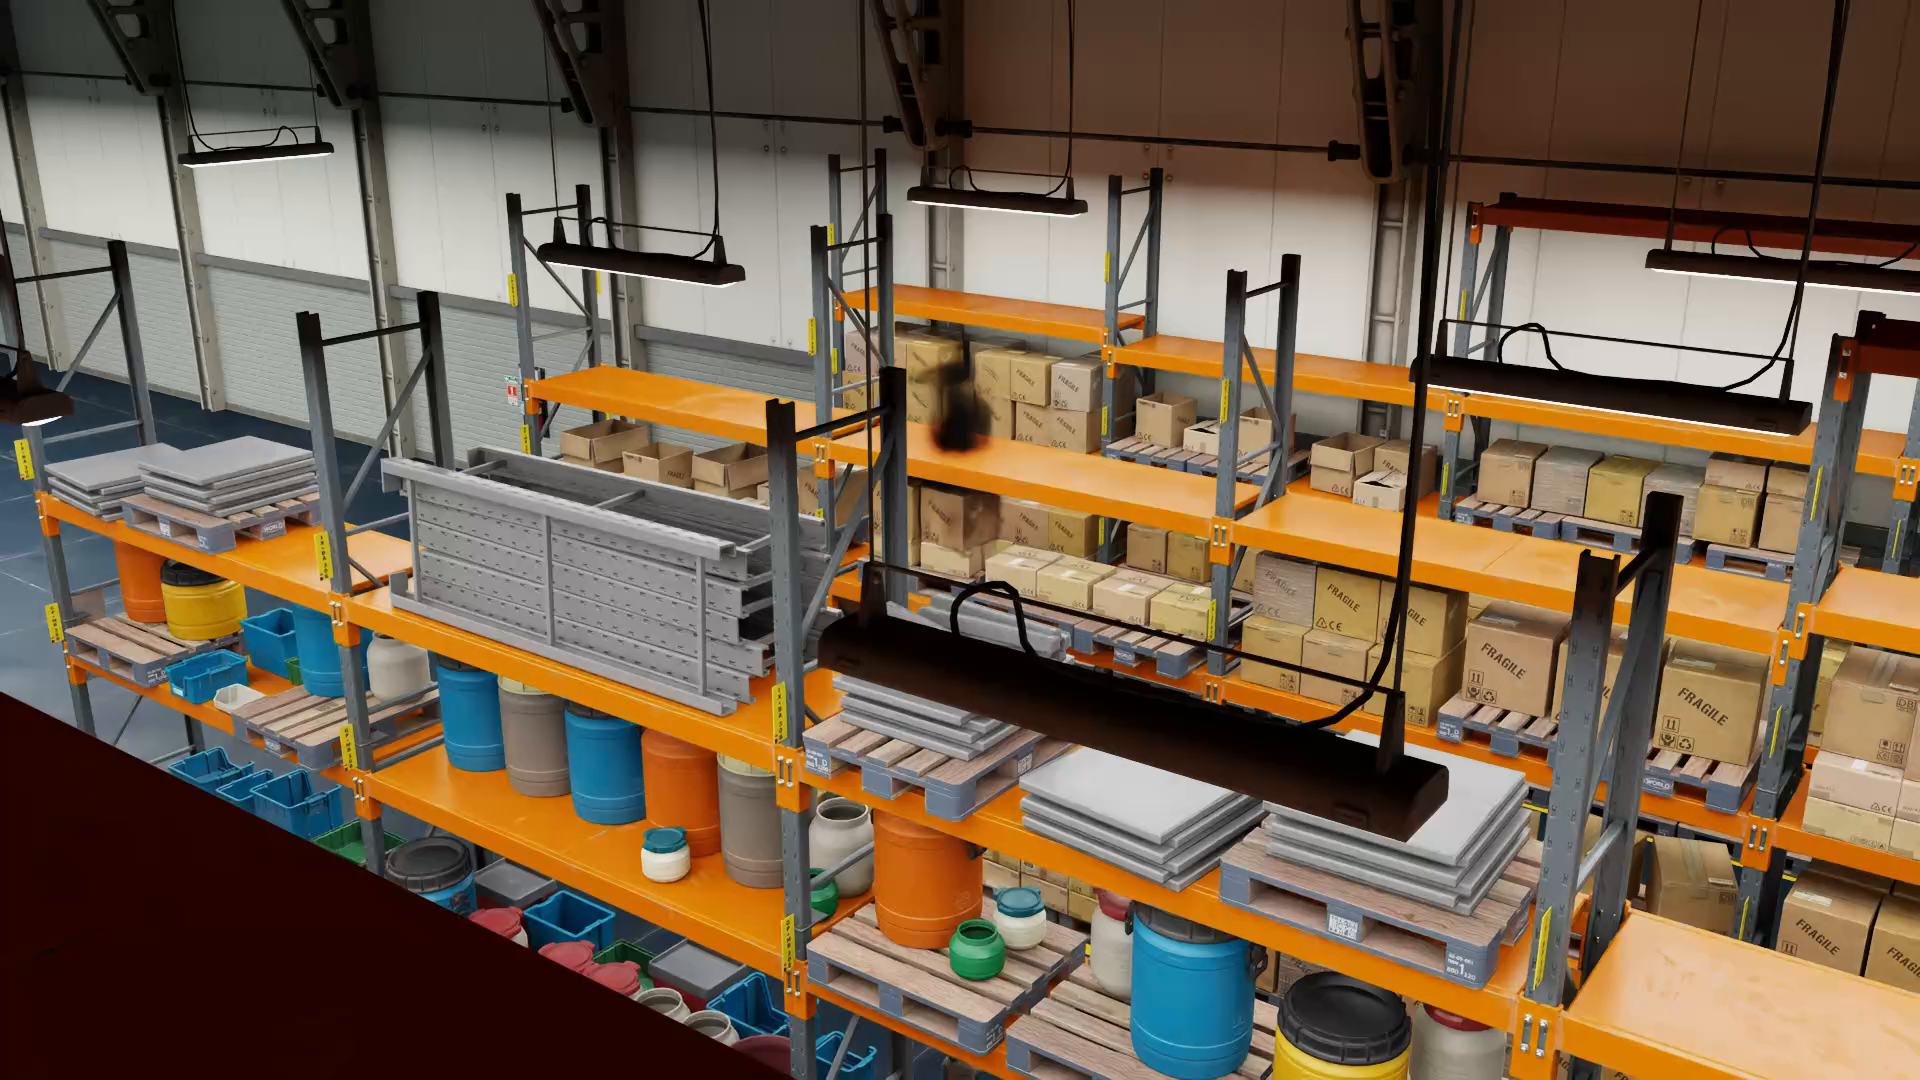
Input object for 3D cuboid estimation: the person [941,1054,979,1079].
[{"bbox_3d":[0.030,3.582,11.735,0.620,1.655,0.586,12,22,31],"label":"person"}]
